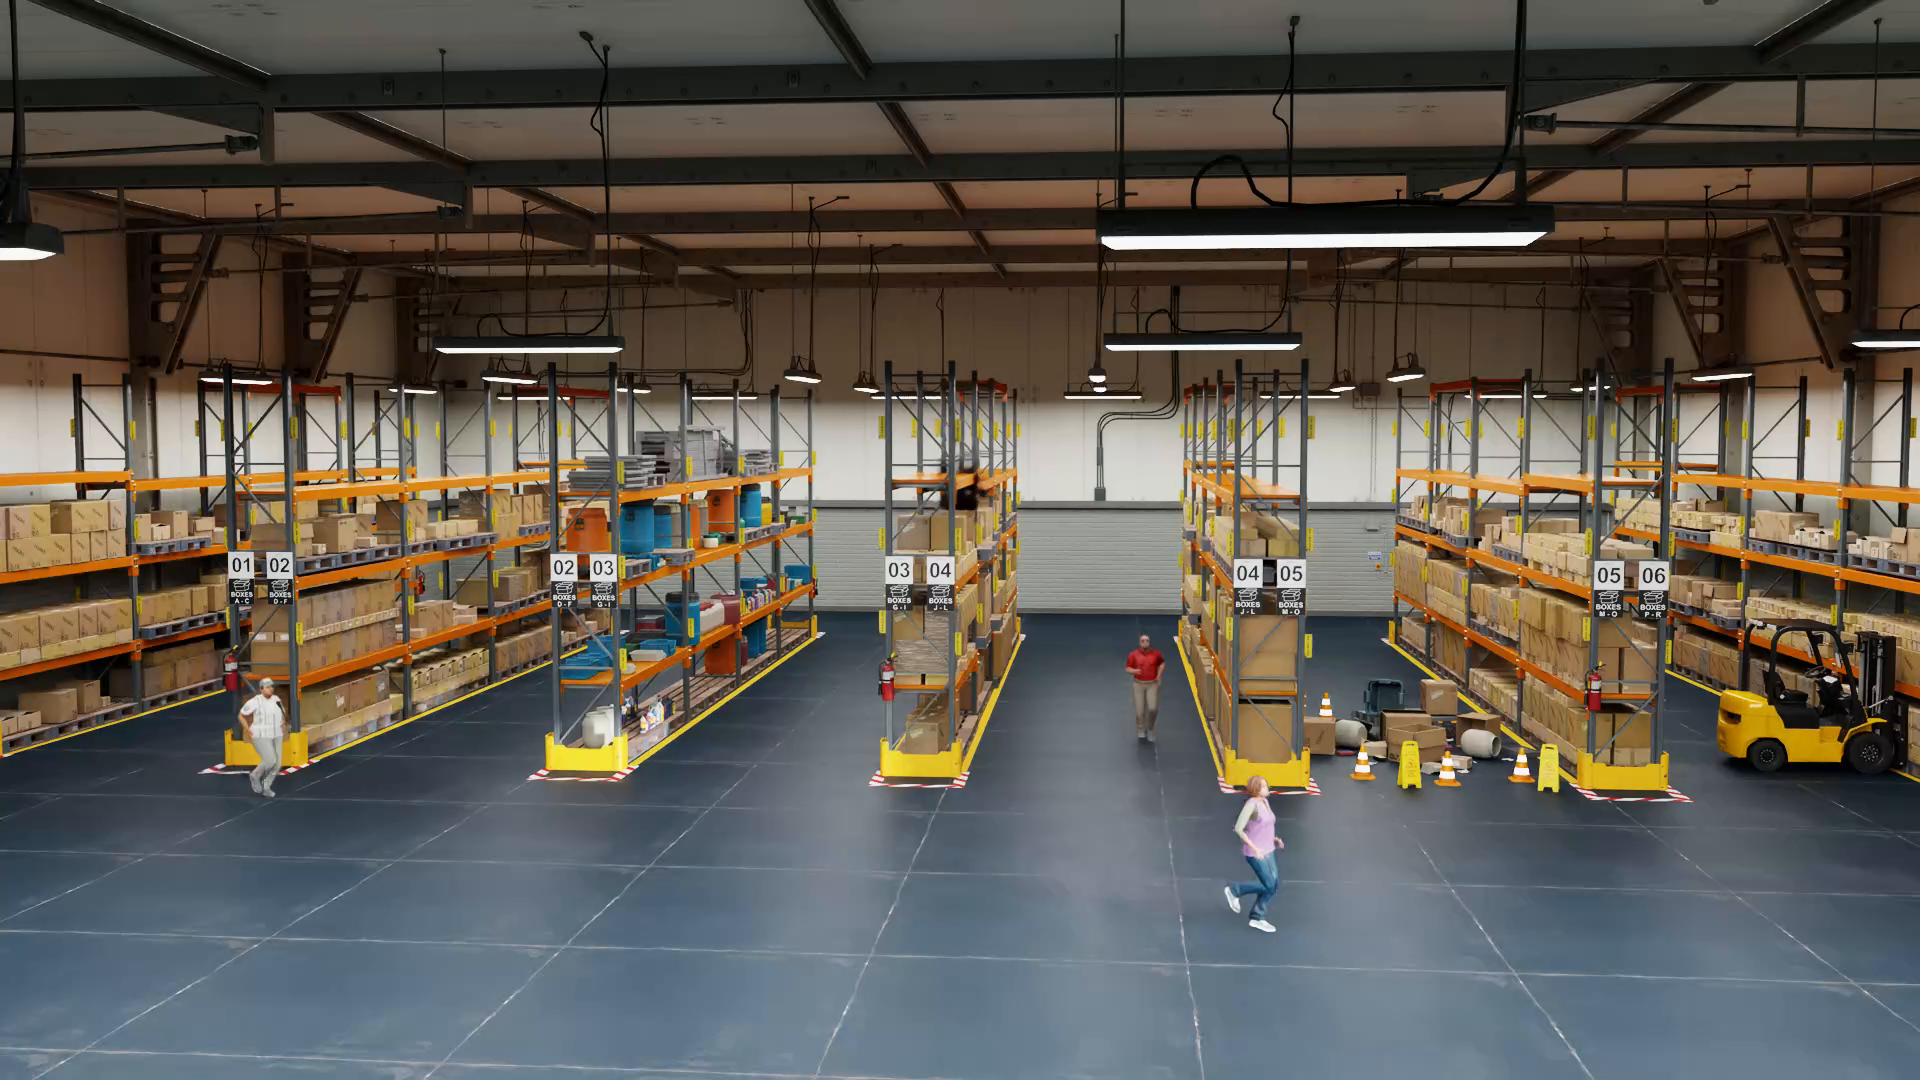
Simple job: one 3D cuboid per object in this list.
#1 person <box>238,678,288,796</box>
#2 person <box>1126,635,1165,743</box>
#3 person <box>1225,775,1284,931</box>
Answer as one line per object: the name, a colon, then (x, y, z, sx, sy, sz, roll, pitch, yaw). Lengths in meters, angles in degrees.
person: (-9.429, 2.699, 22.696, 0.552, 1.629, 0.598, 2, 4, 32)
person: (2.986, 2.402, 26.722, 0.643, 1.754, 0.676, 0, 4, 3)
person: (2.960, 3.137, 16.732, 0.544, 1.559, 0.544, 3, 5, 35)
